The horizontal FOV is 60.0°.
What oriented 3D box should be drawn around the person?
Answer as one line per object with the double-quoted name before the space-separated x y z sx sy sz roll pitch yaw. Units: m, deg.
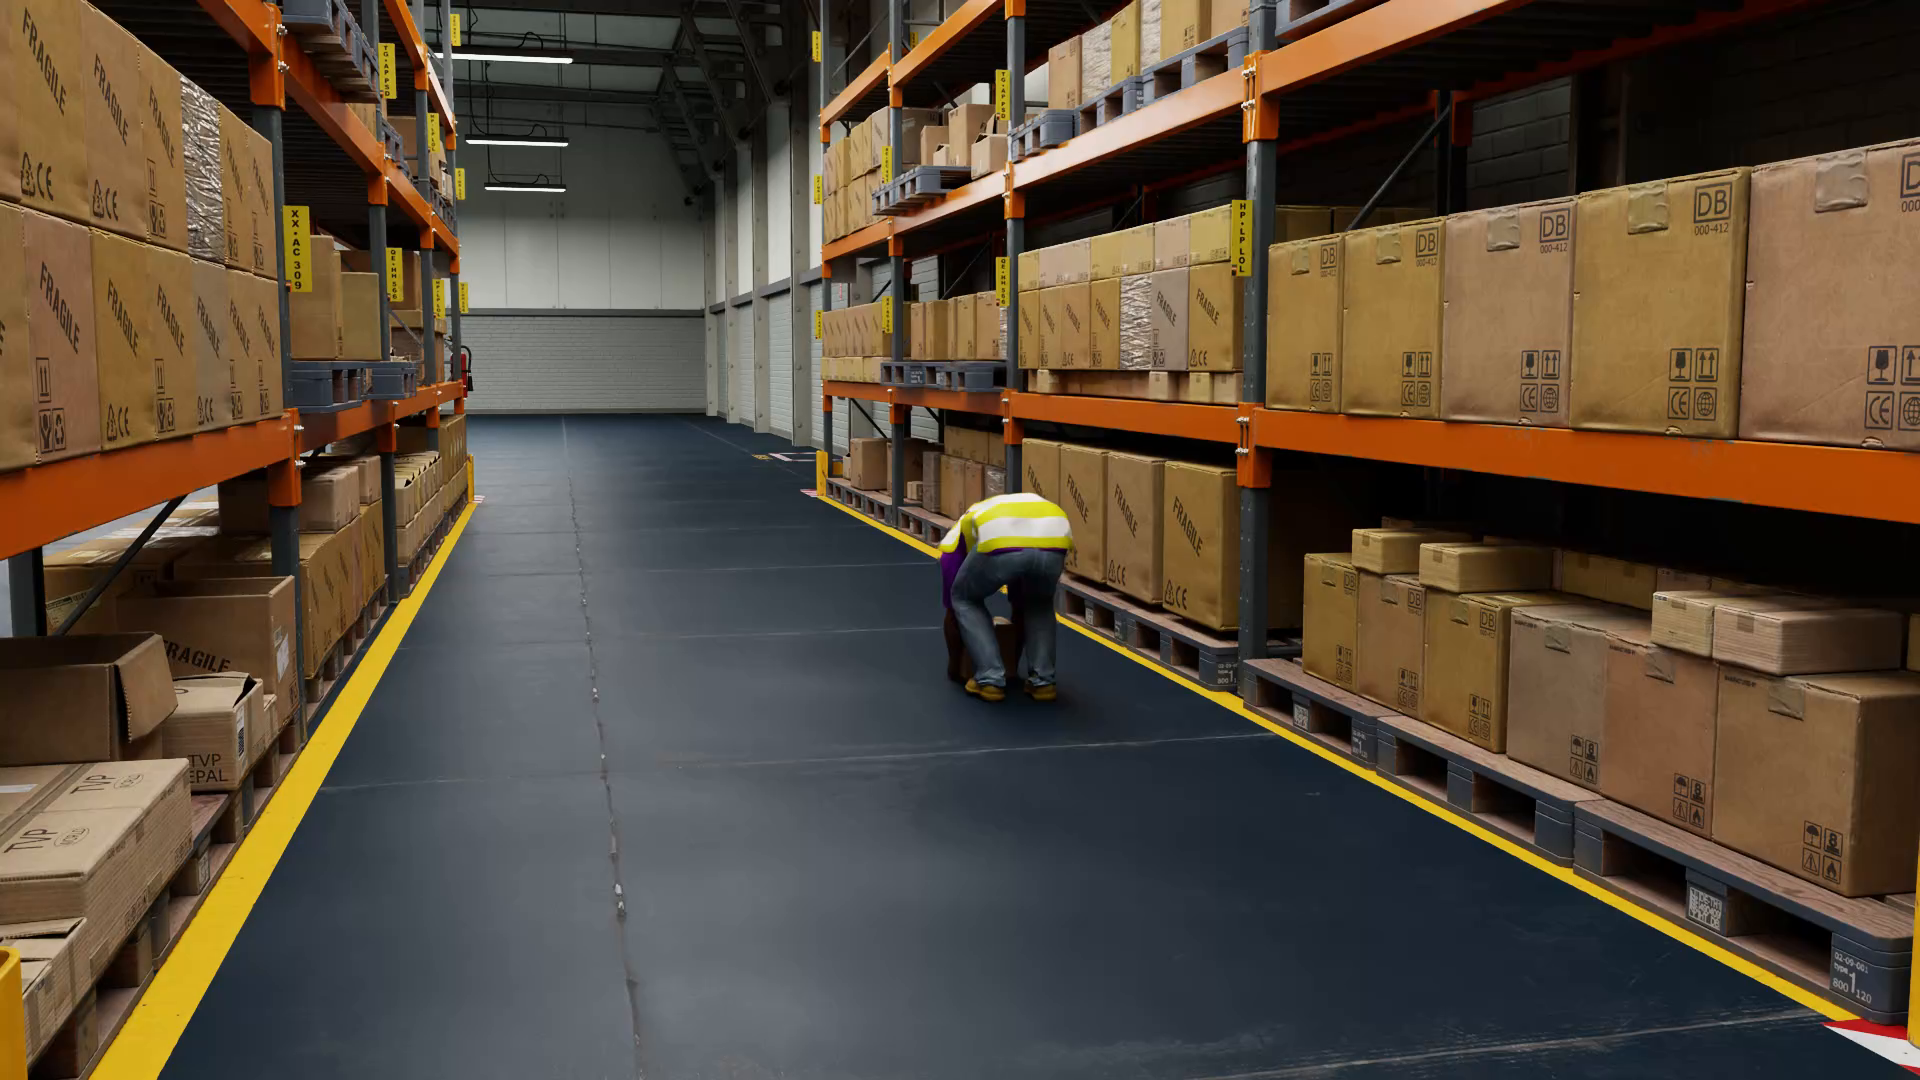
"person" 0.181 0.232 7.624 0.508 0.925 0.975 -2 6 -16
